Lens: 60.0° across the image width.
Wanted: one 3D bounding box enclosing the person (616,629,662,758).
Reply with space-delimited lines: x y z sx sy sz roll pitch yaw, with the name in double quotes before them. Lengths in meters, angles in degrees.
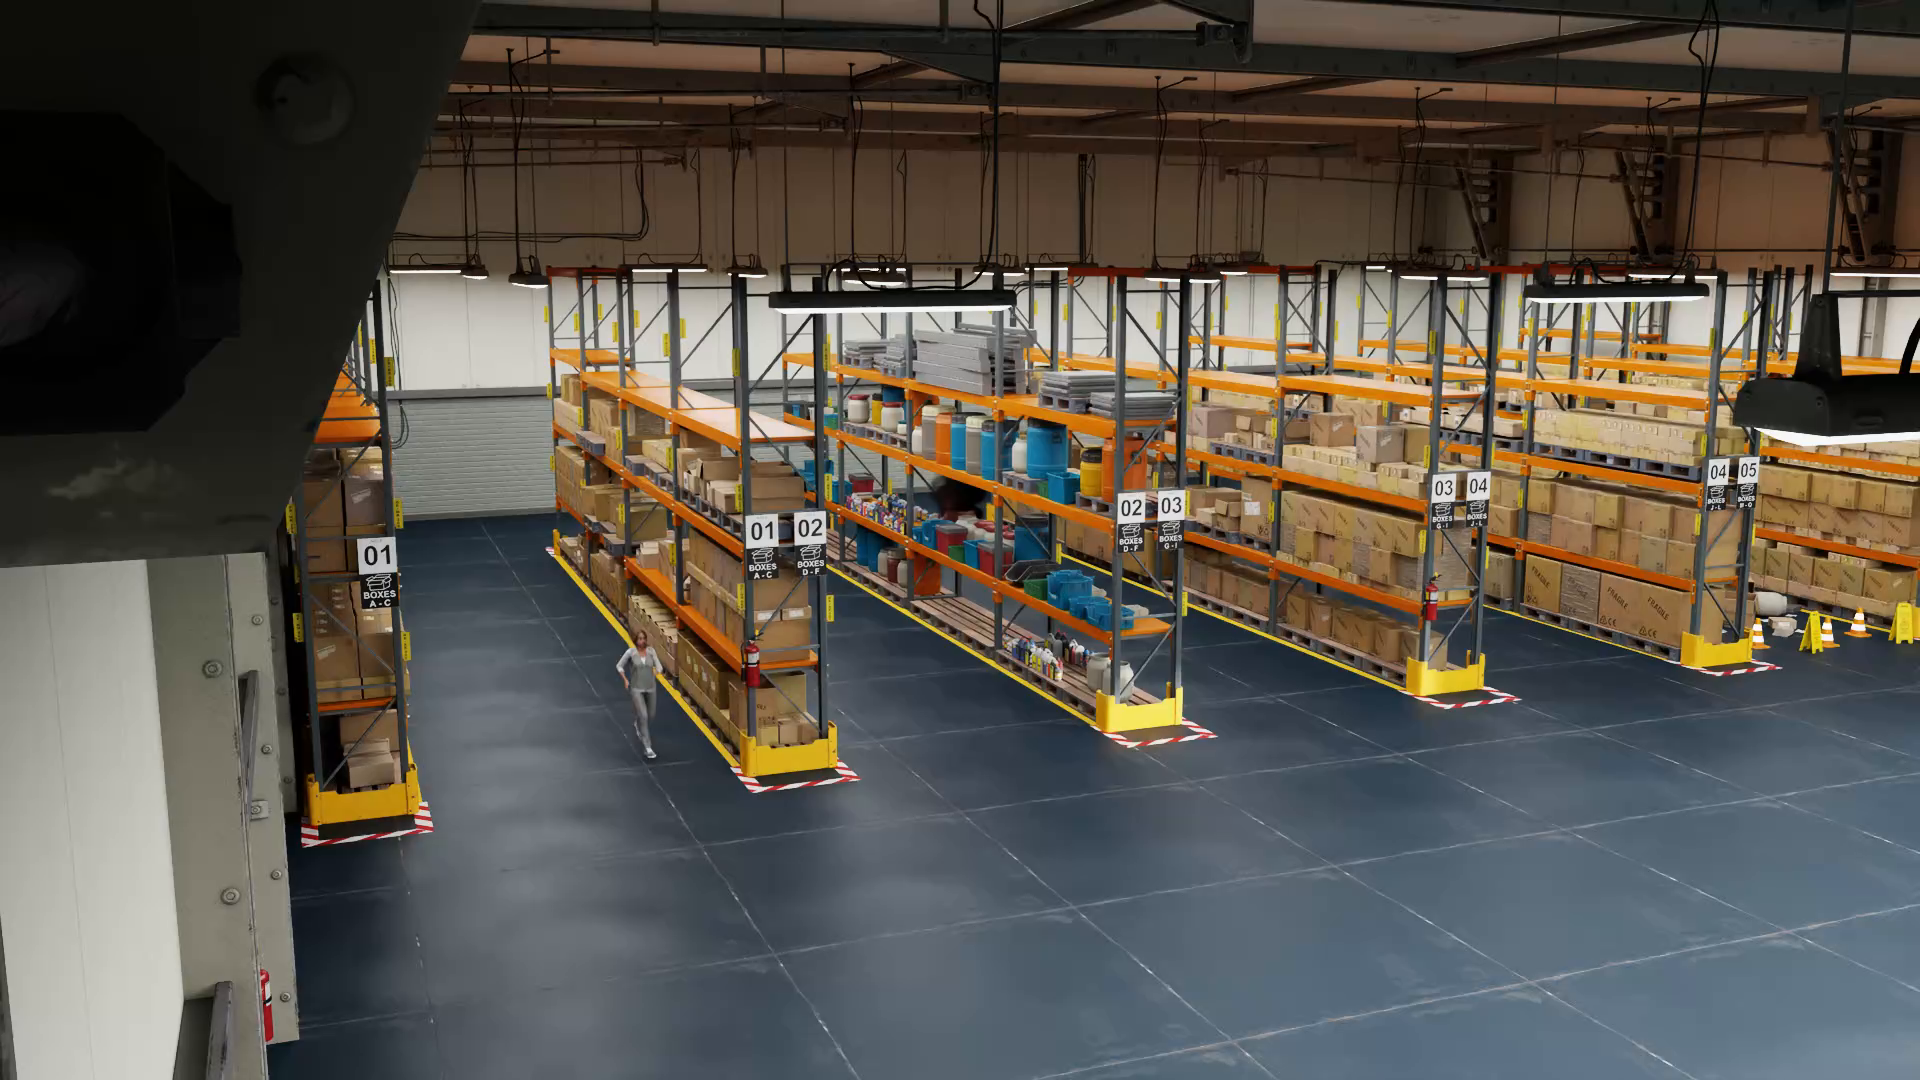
"person" -4.040 1.906 21.095 0.545 1.575 0.864 -6 11 -30
